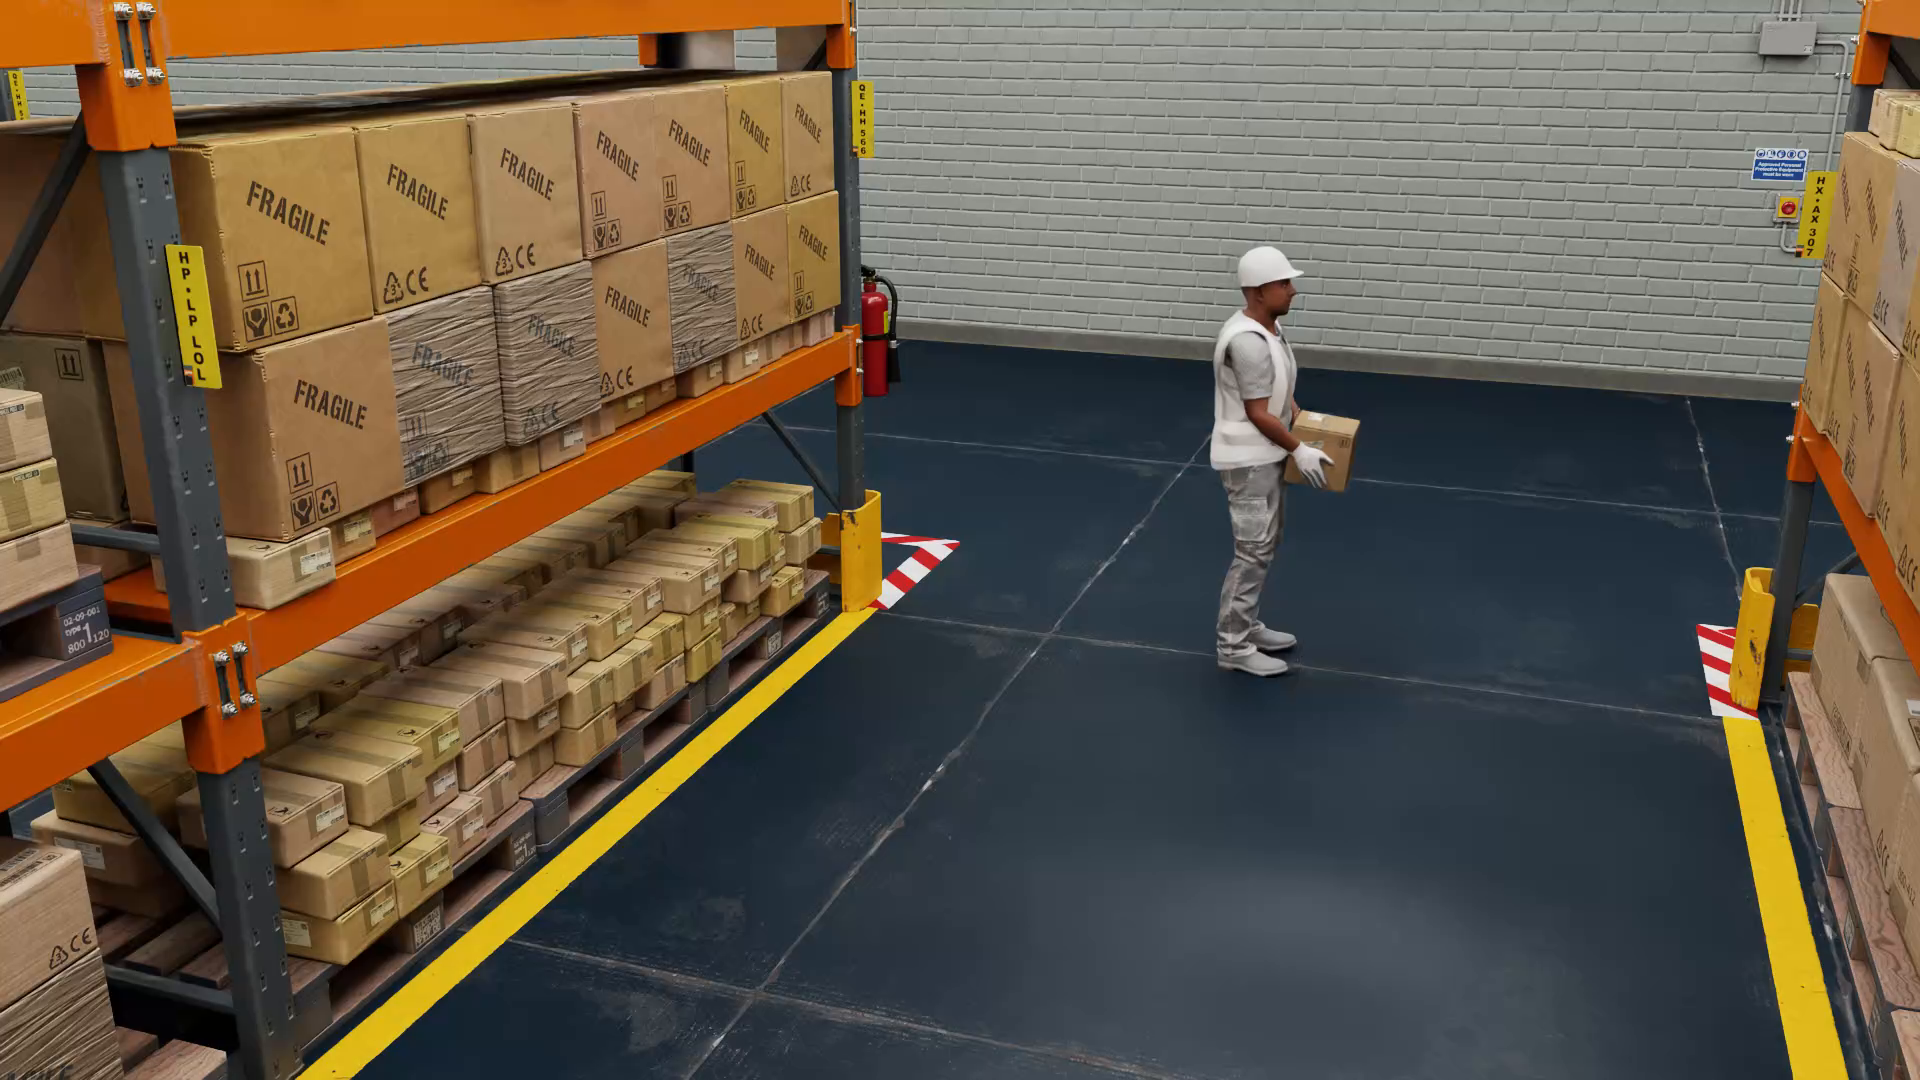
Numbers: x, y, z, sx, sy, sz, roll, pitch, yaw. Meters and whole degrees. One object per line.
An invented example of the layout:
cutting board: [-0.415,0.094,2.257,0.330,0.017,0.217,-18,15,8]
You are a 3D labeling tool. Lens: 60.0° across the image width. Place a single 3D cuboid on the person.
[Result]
person: [1.326,-0.333,7.019,0.531,1.789,0.537,6,19,18]
